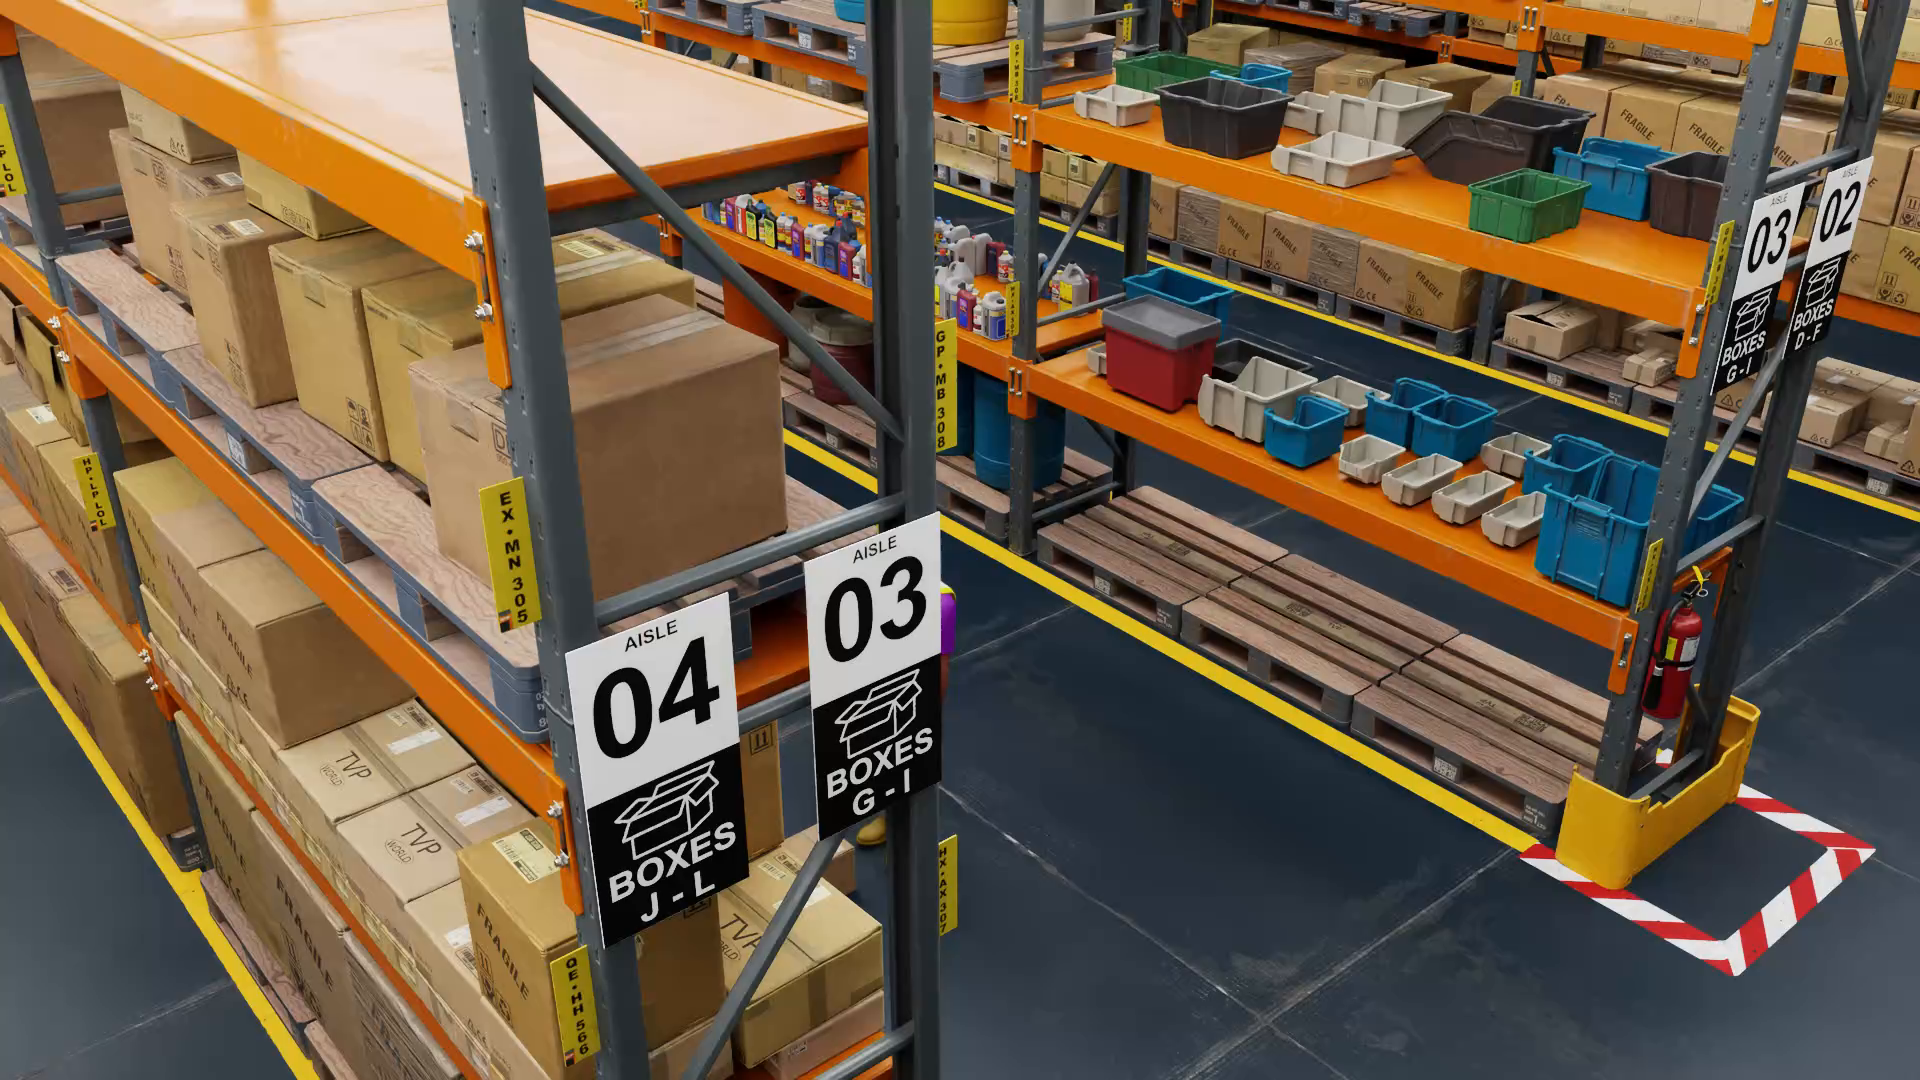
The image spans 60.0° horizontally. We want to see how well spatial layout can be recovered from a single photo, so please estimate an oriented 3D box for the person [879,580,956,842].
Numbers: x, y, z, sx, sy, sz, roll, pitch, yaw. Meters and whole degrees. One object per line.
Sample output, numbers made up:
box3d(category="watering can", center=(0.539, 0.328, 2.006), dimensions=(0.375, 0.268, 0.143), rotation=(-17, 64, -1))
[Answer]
box3d(category="person", center=(-0.254, 0.649, 7.490), dimensions=(0.342, 1.699, 0.559), rotation=(-21, 34, -34))
